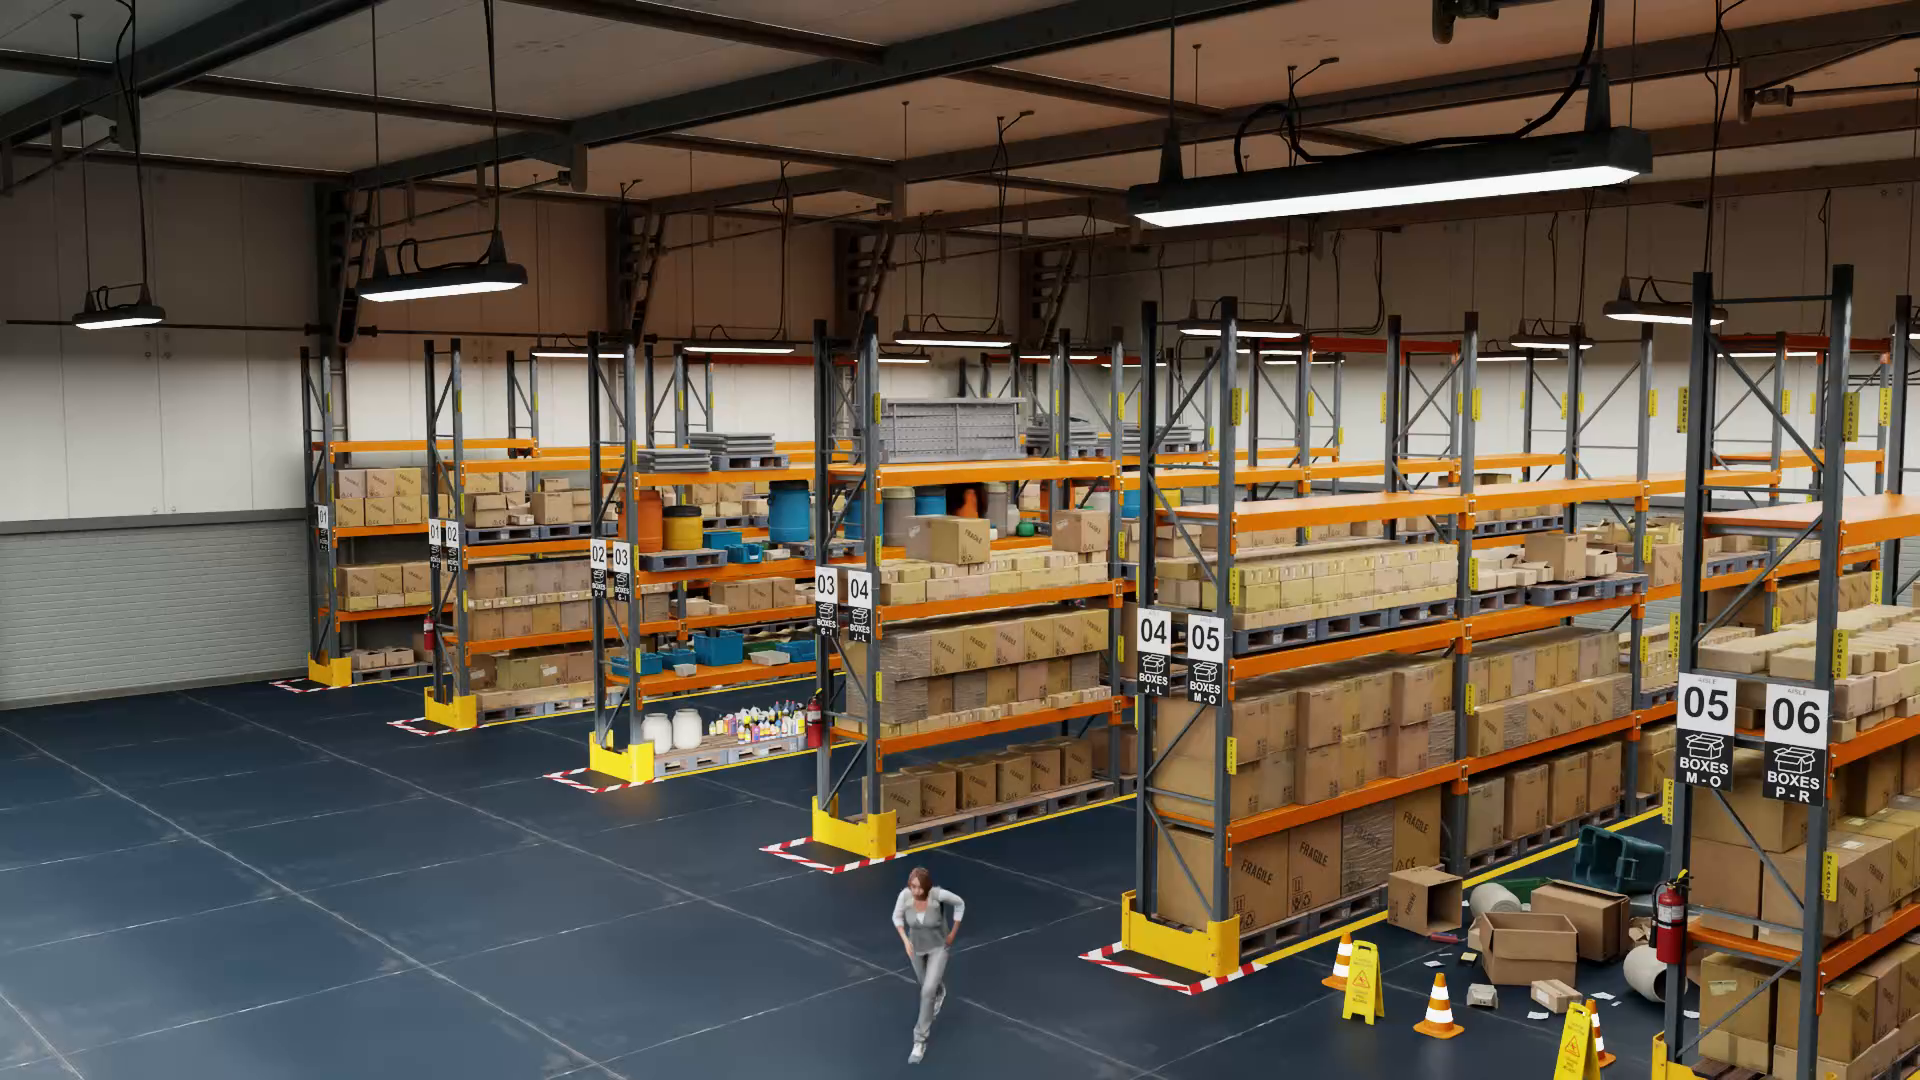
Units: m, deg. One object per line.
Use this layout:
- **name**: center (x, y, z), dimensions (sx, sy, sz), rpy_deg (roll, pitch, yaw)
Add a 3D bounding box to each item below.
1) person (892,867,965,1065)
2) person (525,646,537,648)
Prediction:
- **person**: center (-0.231, 3.265, 13.209), dimensions (0.572, 1.547, 0.916), rpy_deg (1, 5, 8)
- **person**: center (-7.456, 1.807, 28.586), dimensions (0.651, 1.675, 0.586), rpy_deg (5, 7, 42)
